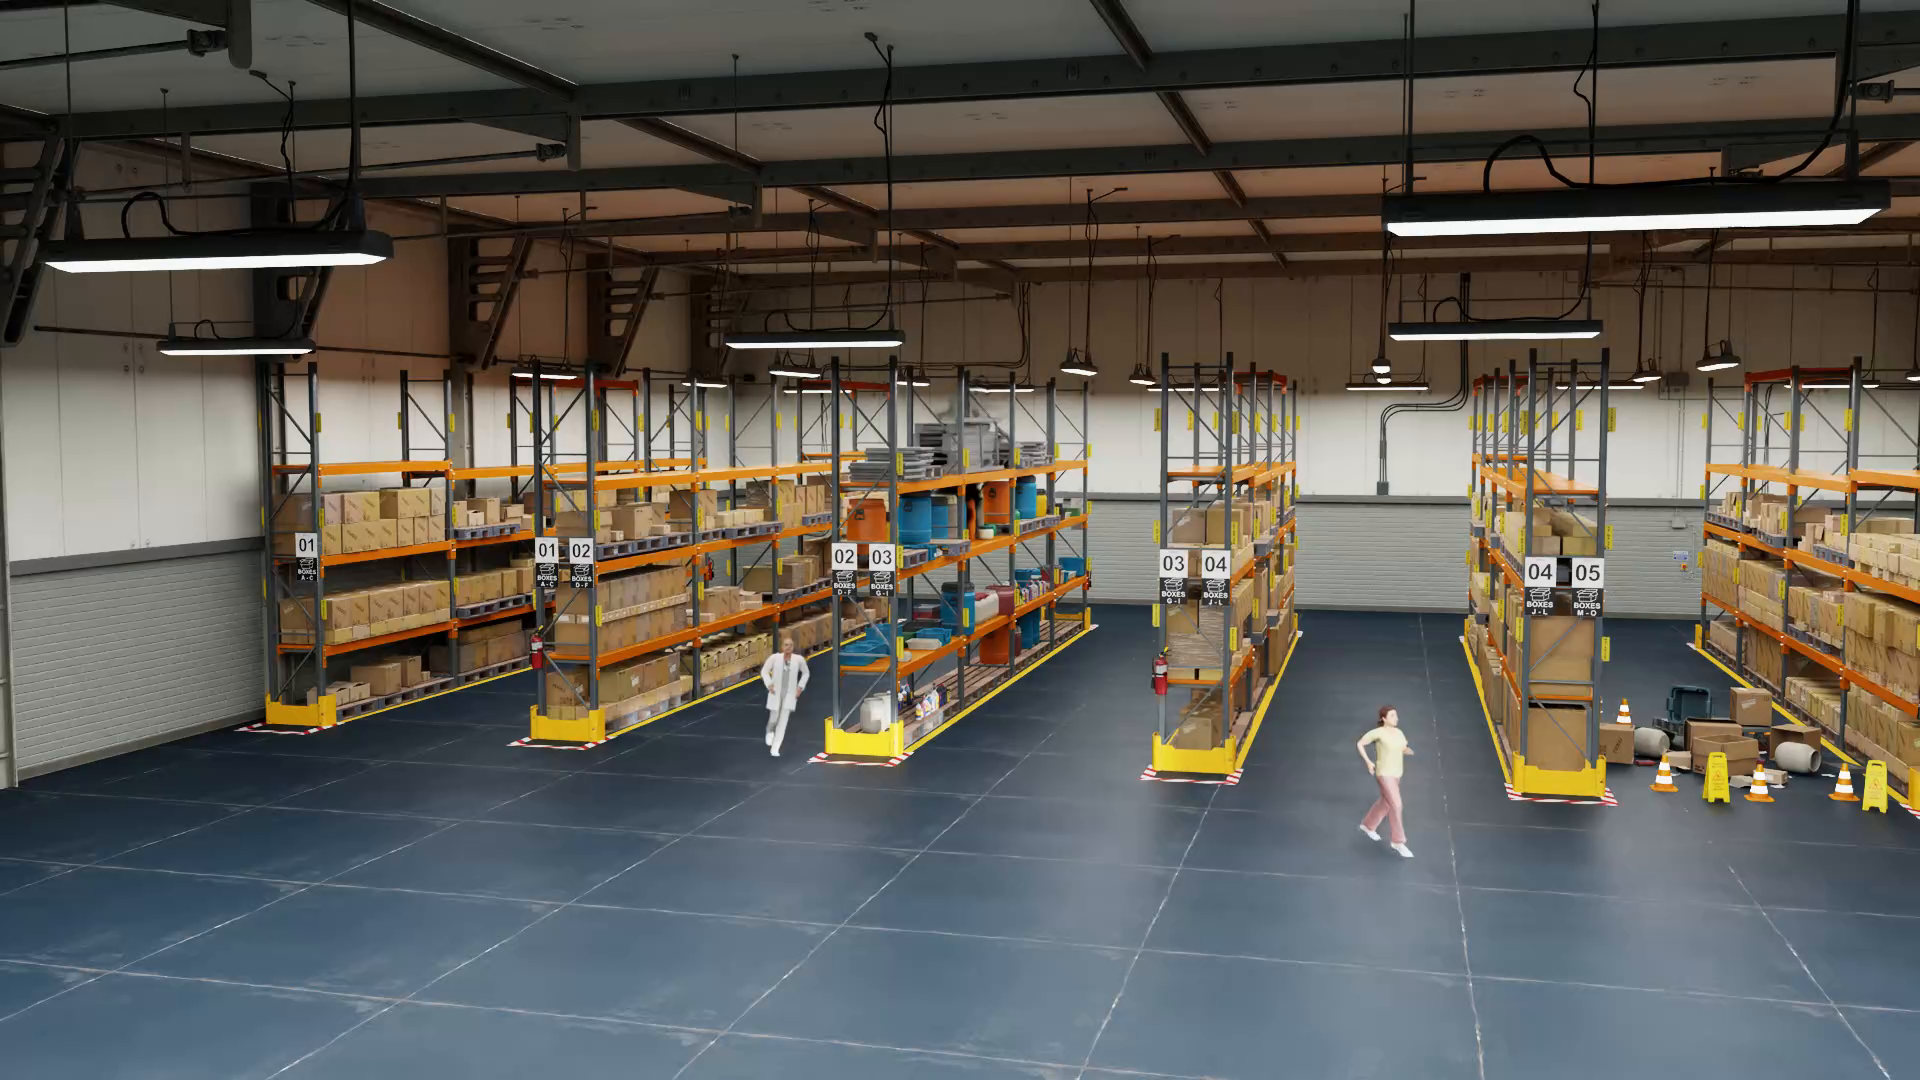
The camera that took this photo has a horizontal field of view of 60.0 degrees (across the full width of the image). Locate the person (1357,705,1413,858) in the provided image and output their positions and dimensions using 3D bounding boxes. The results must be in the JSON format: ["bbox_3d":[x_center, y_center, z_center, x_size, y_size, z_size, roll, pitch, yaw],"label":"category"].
[{"bbox_3d":[5.010,2.782,19.478,0.560,1.703,0.873,-3,5,-36],"label":"person"}]

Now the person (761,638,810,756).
[{"bbox_3d":[-2.652,2.363,25.307,0.742,1.749,0.699,-1,4,-8],"label":"person"}]
